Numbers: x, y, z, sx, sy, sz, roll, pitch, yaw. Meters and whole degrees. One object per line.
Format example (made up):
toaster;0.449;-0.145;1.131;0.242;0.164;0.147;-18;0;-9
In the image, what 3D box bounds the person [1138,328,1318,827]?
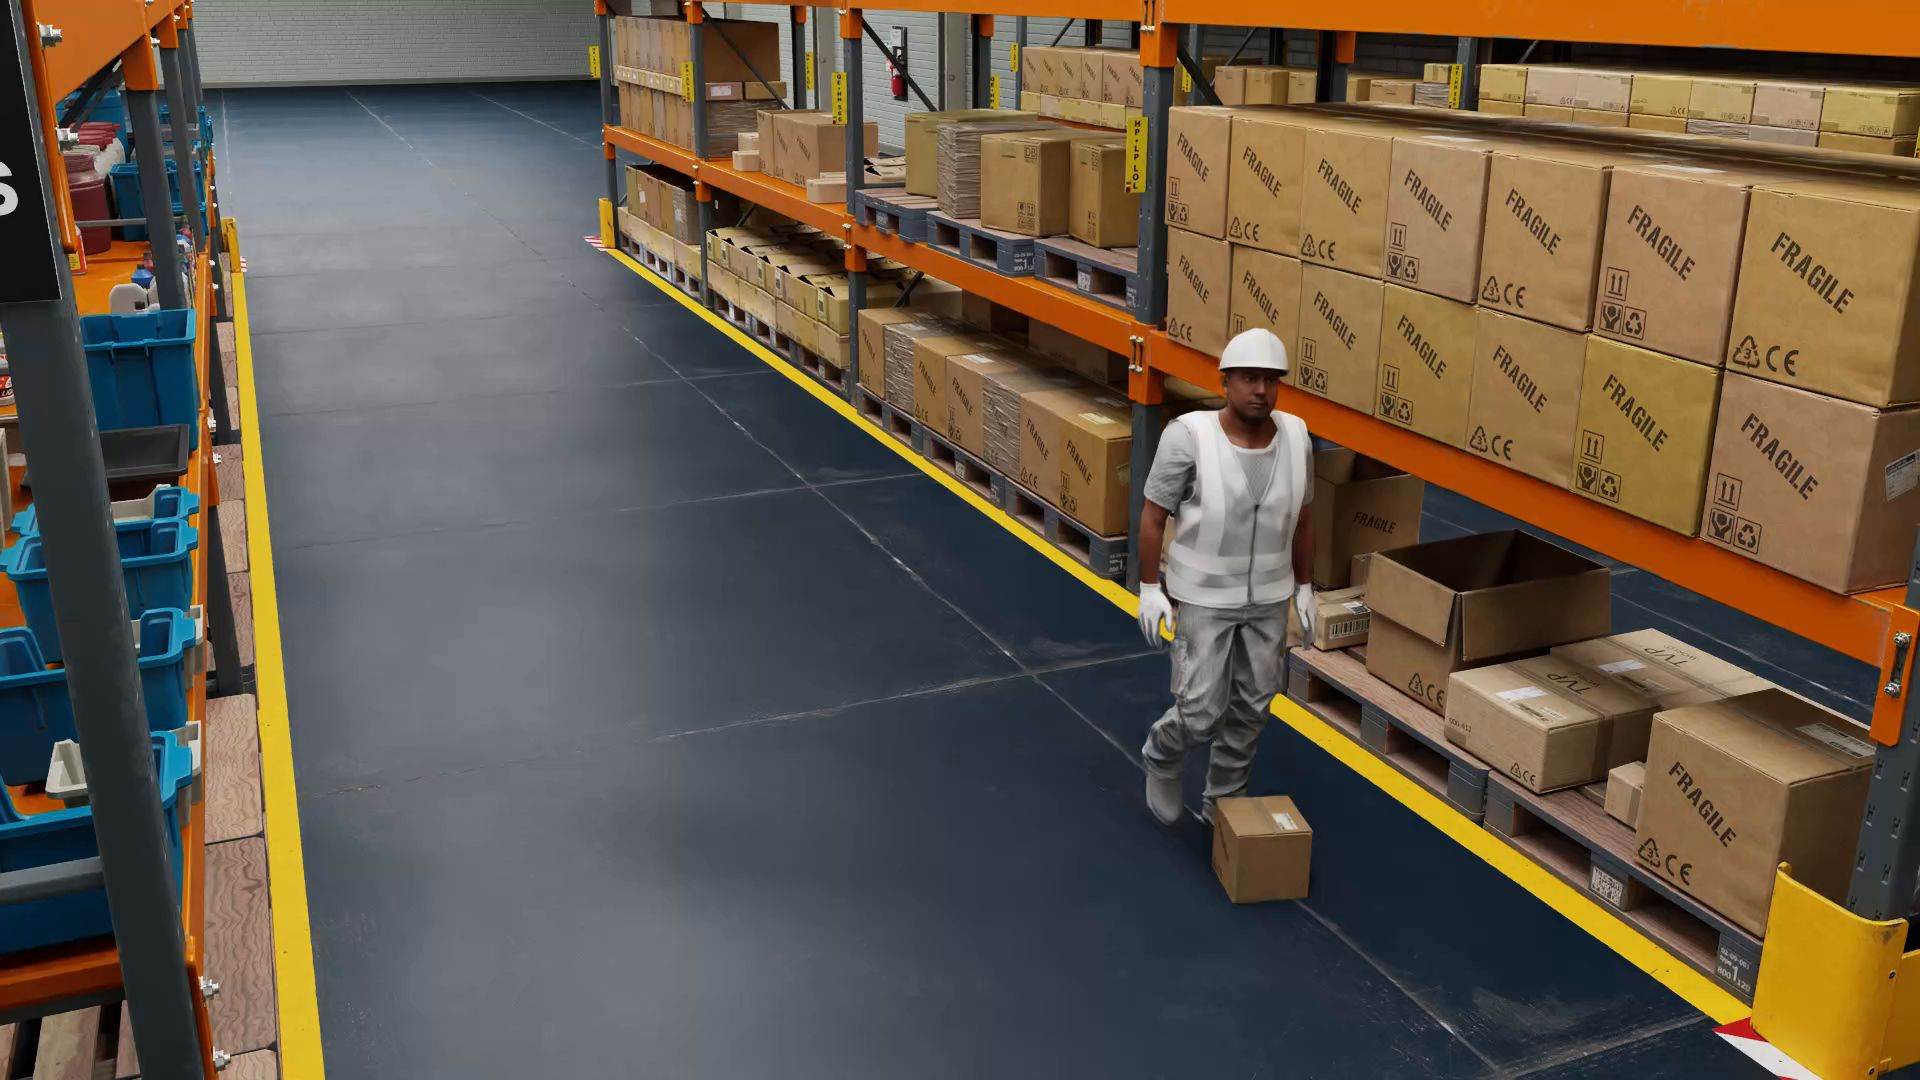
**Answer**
person;0.866;0.168;5.455;0.599;1.769;0.503;-5;19;-15
